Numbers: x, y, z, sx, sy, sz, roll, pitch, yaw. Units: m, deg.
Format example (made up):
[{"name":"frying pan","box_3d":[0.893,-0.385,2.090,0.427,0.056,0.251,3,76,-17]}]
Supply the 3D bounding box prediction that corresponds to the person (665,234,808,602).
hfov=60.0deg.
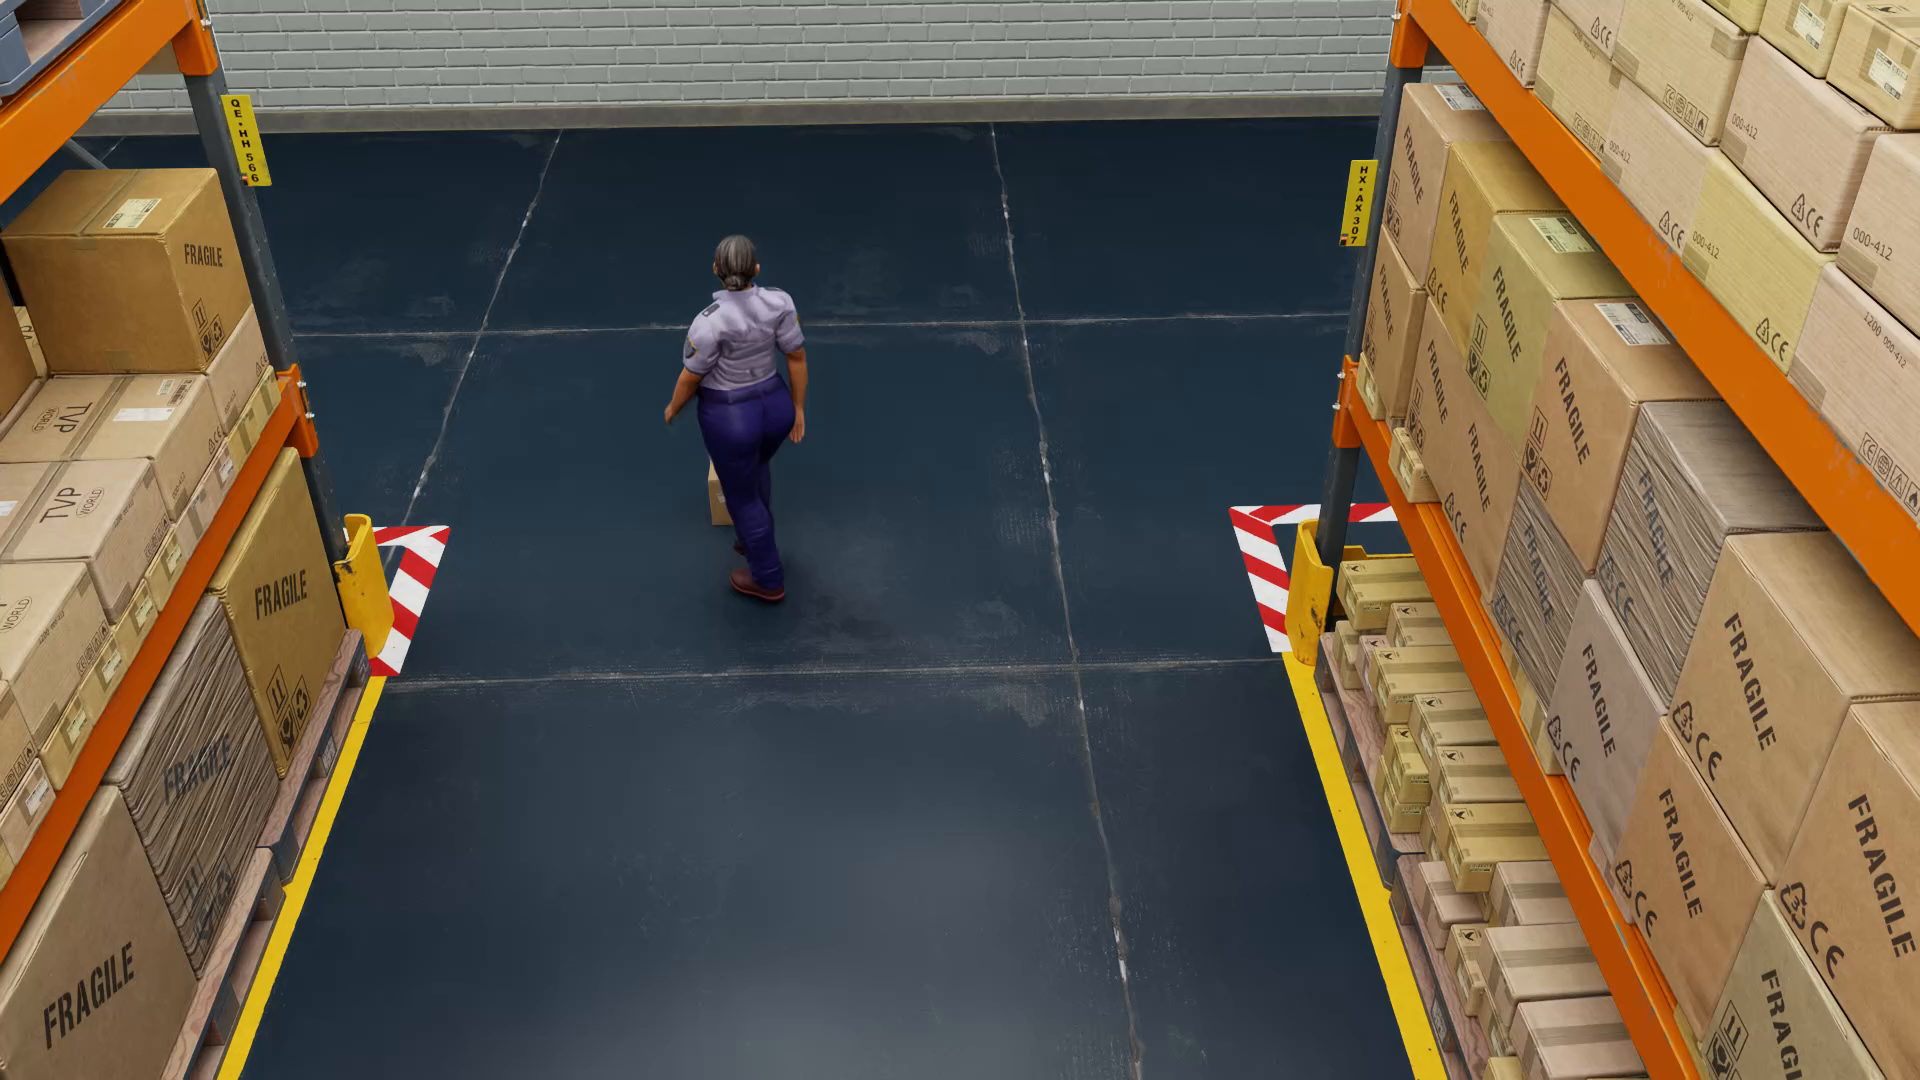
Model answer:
[{"name":"person","box_3d":[-0.928,-0.493,6.895,0.497,1.723,0.574,-30,45,-35]}]
